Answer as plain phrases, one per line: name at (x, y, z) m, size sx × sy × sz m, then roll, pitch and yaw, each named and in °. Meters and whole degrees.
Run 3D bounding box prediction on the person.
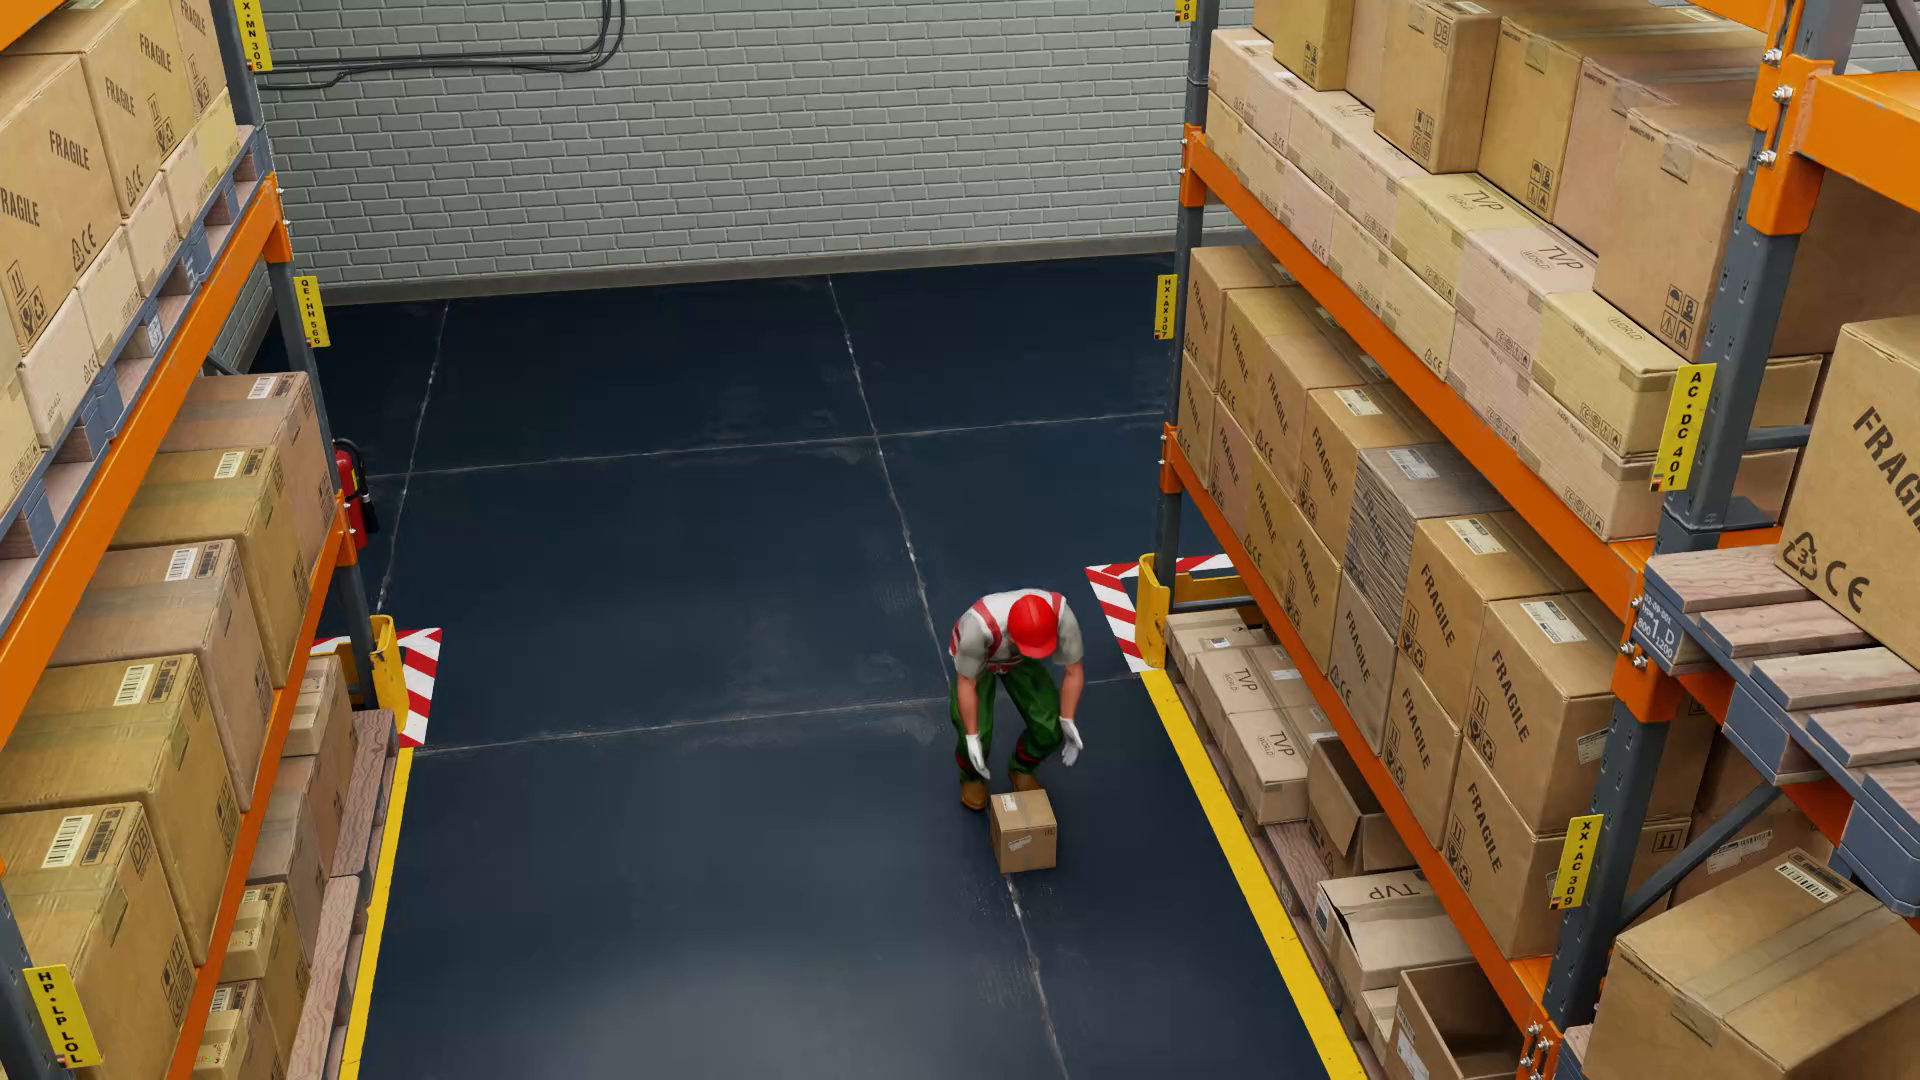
person at (0.246, 0.660, 7.485) m, size 0.584 × 1.290 × 0.819 m, roll -5°, pitch 31°, yaw -9°
